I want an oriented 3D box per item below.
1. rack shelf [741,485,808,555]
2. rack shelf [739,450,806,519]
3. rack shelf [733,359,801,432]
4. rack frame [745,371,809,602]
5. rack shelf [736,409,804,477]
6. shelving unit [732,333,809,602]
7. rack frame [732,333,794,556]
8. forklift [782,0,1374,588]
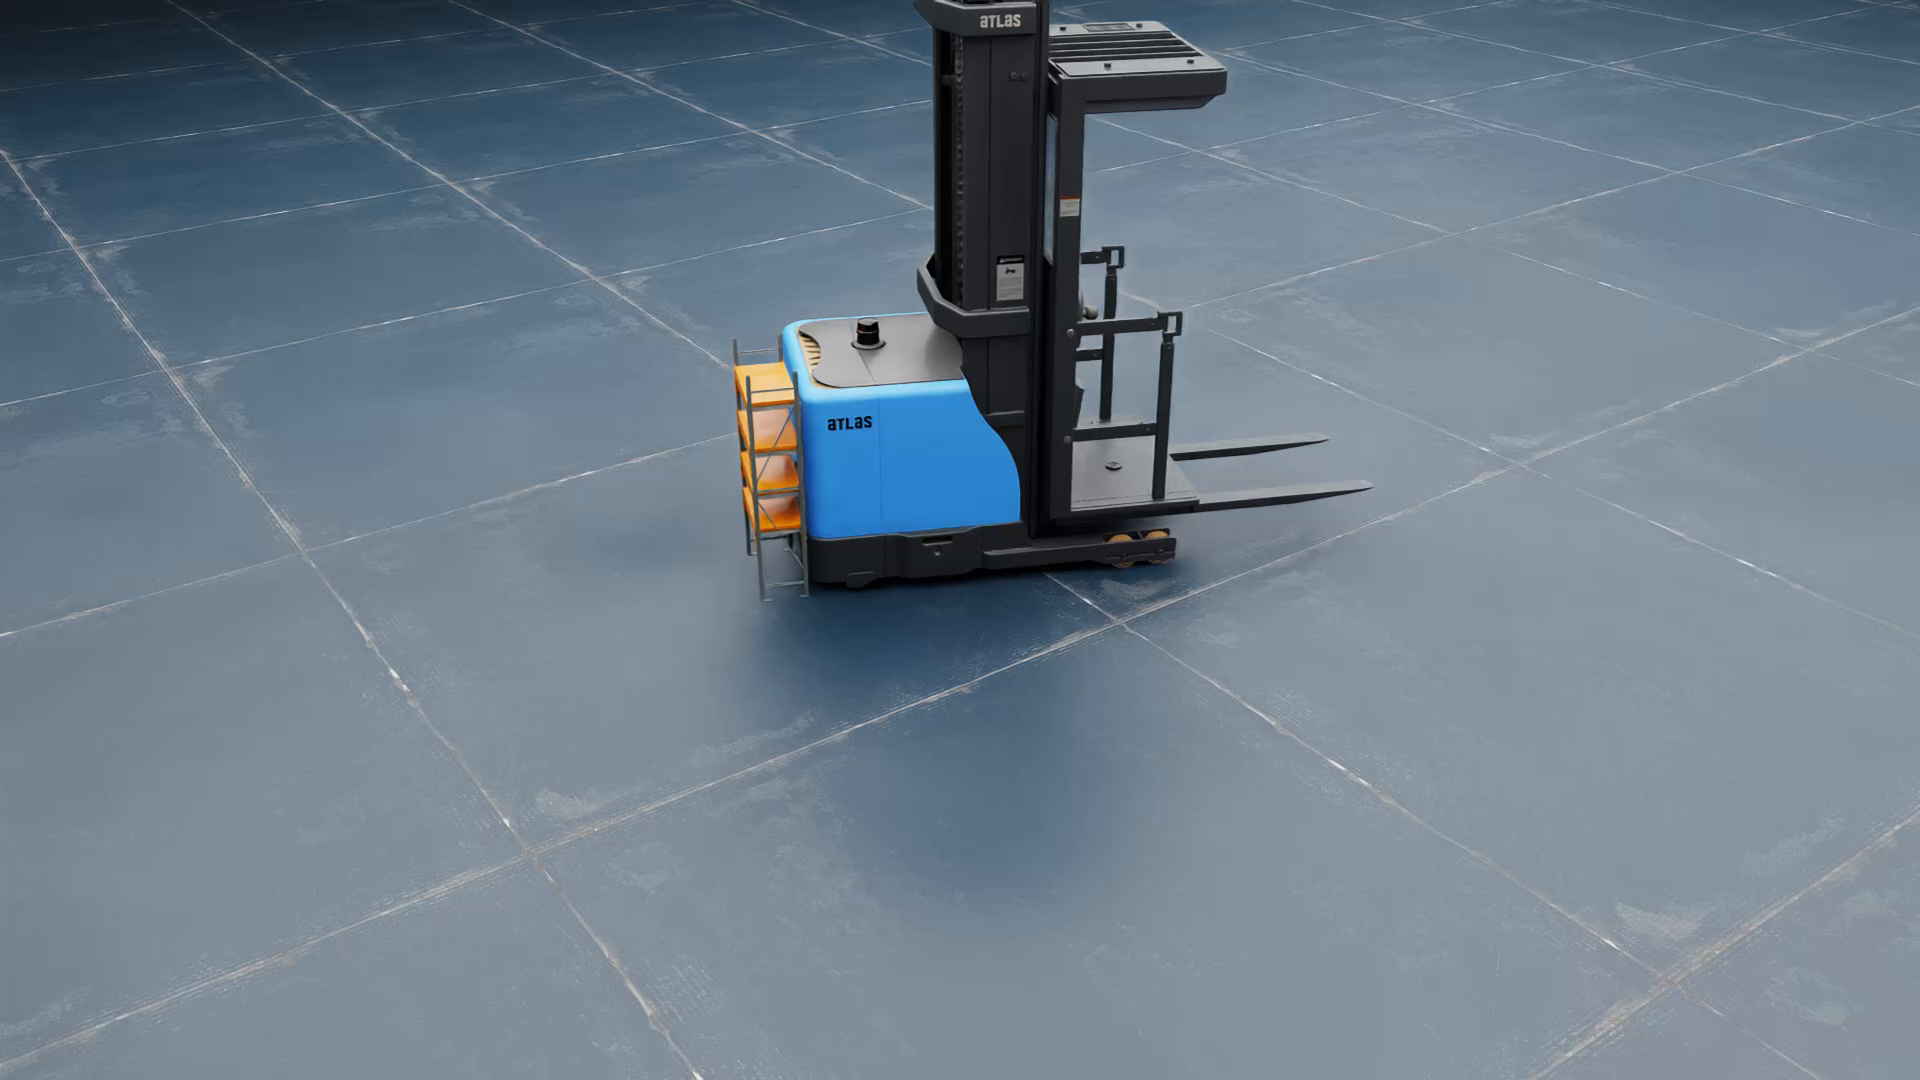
[{"bbox_3d":[-0.925,-0.116,8.264,0.258,0.148,0.480,-7,29,-12],"label":"rack shelf"},{"bbox_3d":[-0.925,-0.291,8.169,0.258,0.148,0.480,-7,29,-12],"label":"rack shelf"},{"bbox_3d":[-0.925,-0.695,7.949,0.258,0.148,0.480,-7,29,-12],"label":"rack shelf"},{"bbox_3d":[-0.866,-0.237,7.929,0.240,1.200,0.015,-7,29,-12],"label":"rack frame"},{"bbox_3d":[-0.925,-0.487,8.062,0.258,0.148,0.480,-7,29,-12],"label":"rack shelf"},{"bbox_3d":[-0.925,-0.350,8.137,0.258,1.200,0.503,-7,29,-12],"label":"shelving unit"},{"bbox_3d":[-0.983,-0.463,8.345,0.240,1.200,0.015,-7,29,-12],"label":"rack frame"},{"bbox_3d":[0.642,-1.388,8.235,3.031,2.935,1.130,-5,29,-10],"label":"forklift"}]
